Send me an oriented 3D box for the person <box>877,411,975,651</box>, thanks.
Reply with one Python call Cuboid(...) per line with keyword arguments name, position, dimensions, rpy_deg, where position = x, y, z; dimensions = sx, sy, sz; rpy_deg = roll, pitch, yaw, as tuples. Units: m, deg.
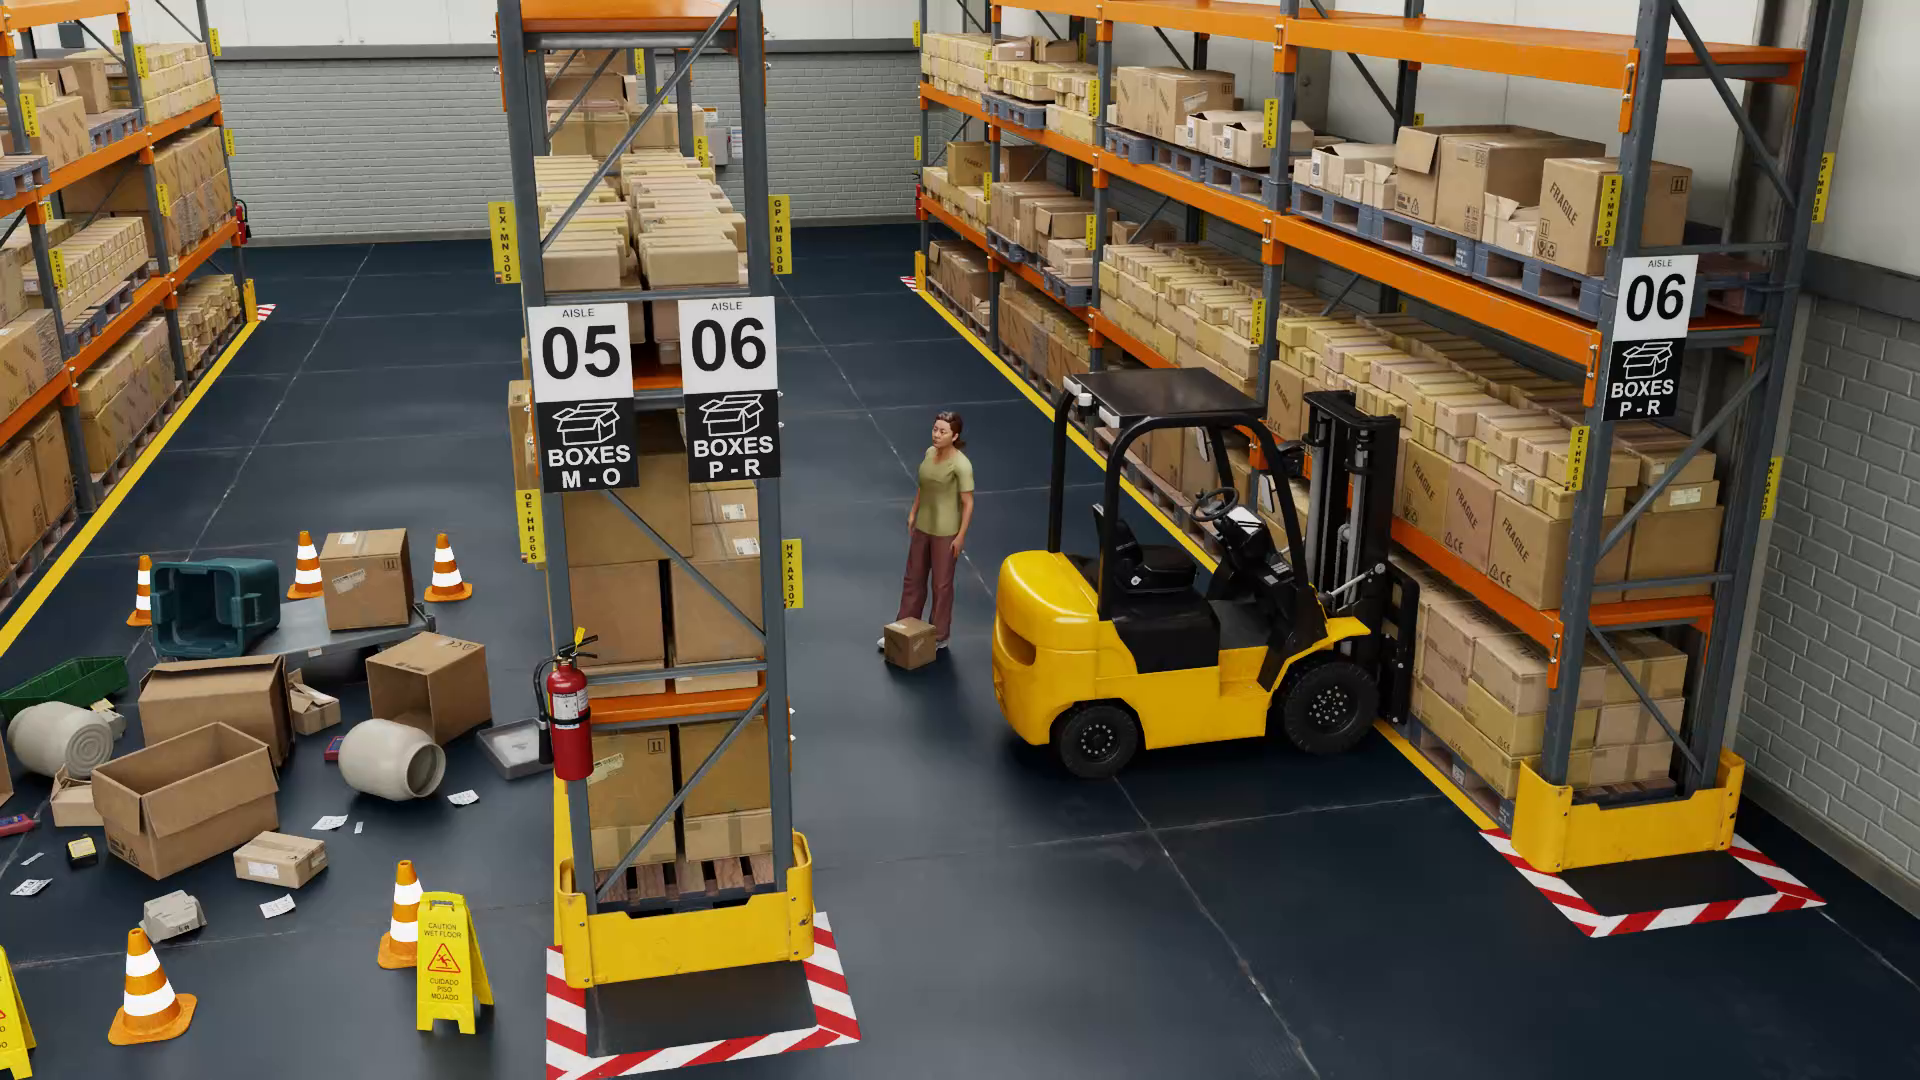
Cuboid(name="person", position=(-0.202, -0.039, 11.156), dimensions=(0.549, 1.677, 0.554), rpy_deg=(-17, 26, -39))
